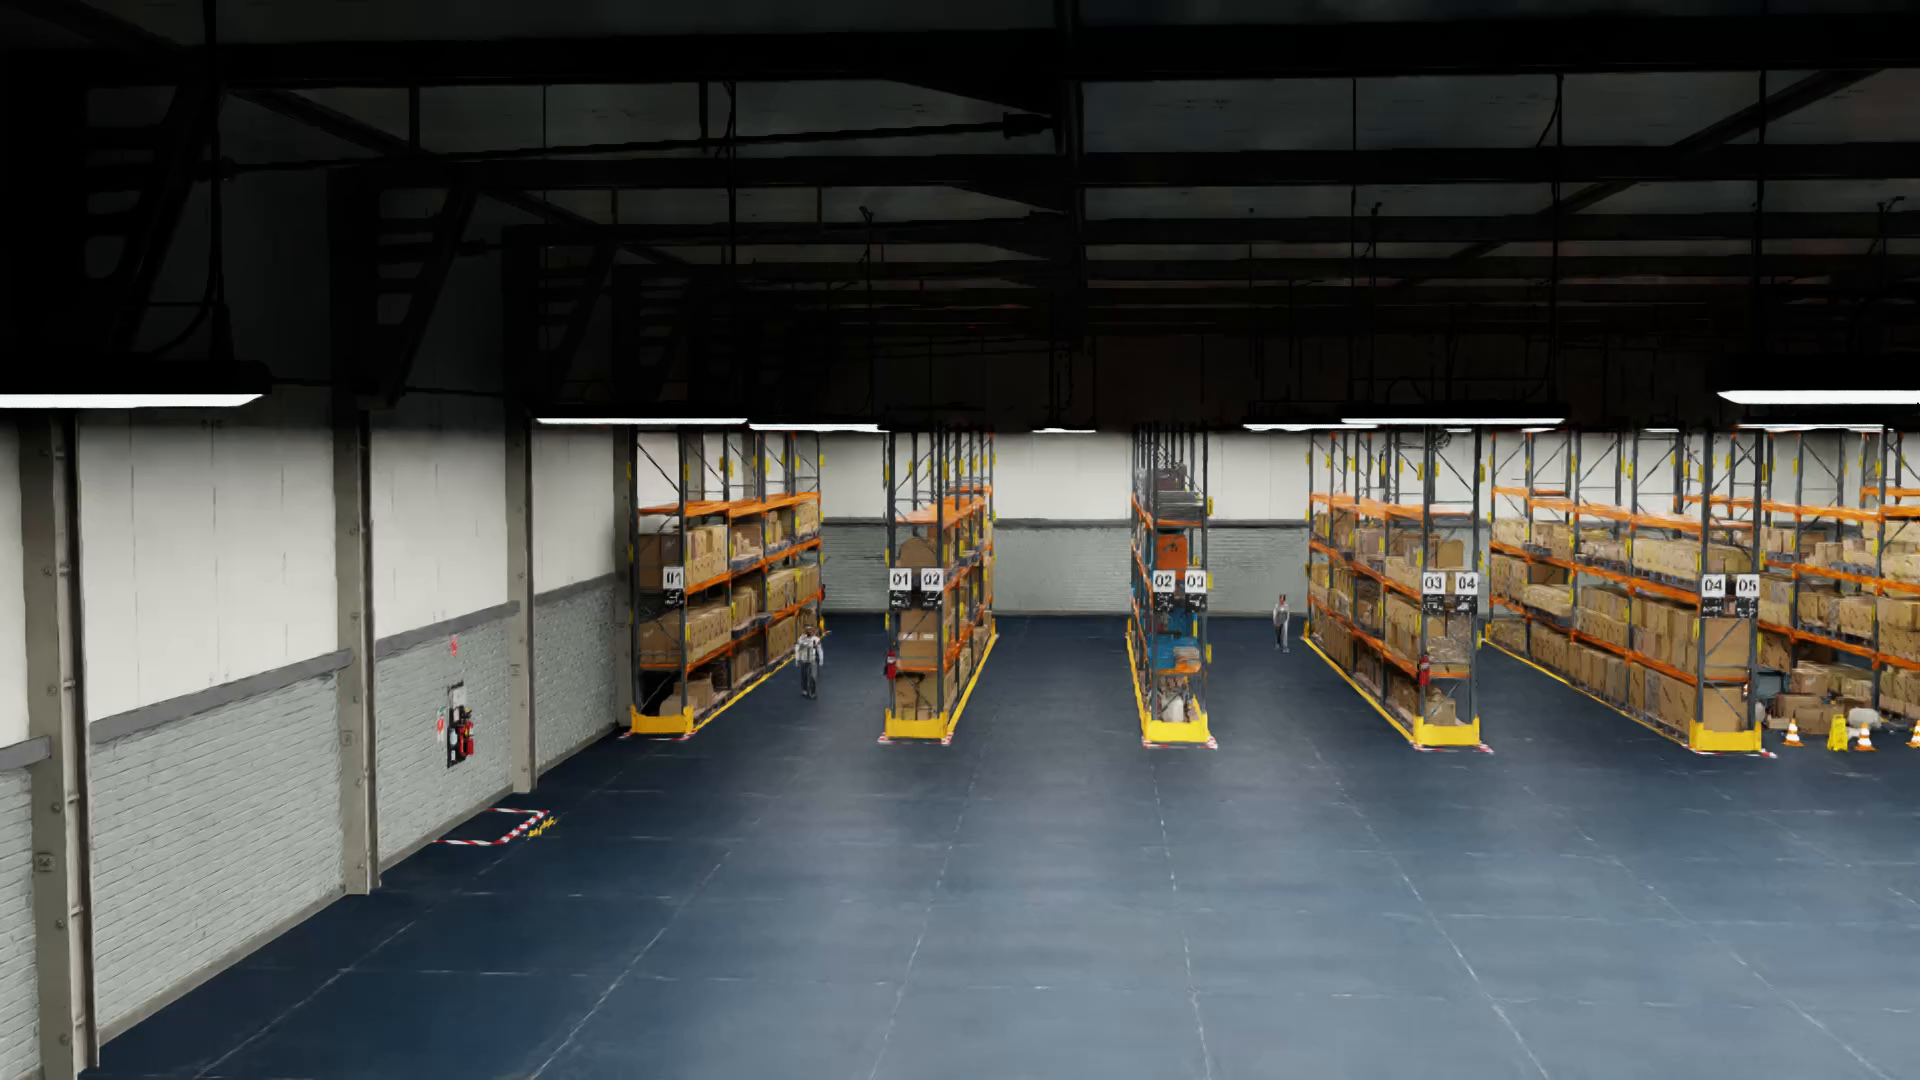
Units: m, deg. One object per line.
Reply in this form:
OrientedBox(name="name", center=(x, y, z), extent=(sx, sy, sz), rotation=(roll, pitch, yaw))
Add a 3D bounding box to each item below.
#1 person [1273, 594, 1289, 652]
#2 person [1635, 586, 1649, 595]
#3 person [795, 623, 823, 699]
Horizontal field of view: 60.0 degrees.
OrientedBox(name="person", center=(8.491, 2.169, 43.967), extent=(0.417, 1.517, 1.036), rotation=(0, 4, 7))
OrientedBox(name="person", center=(20.203, 1.803, 49.104), extent=(0.687, 1.634, 0.517), rotation=(-2, 4, -23))
OrientedBox(name="person", center=(-3.288, 2.608, 36.262), extent=(0.595, 1.645, 0.659), rotation=(0, 4, -4))
